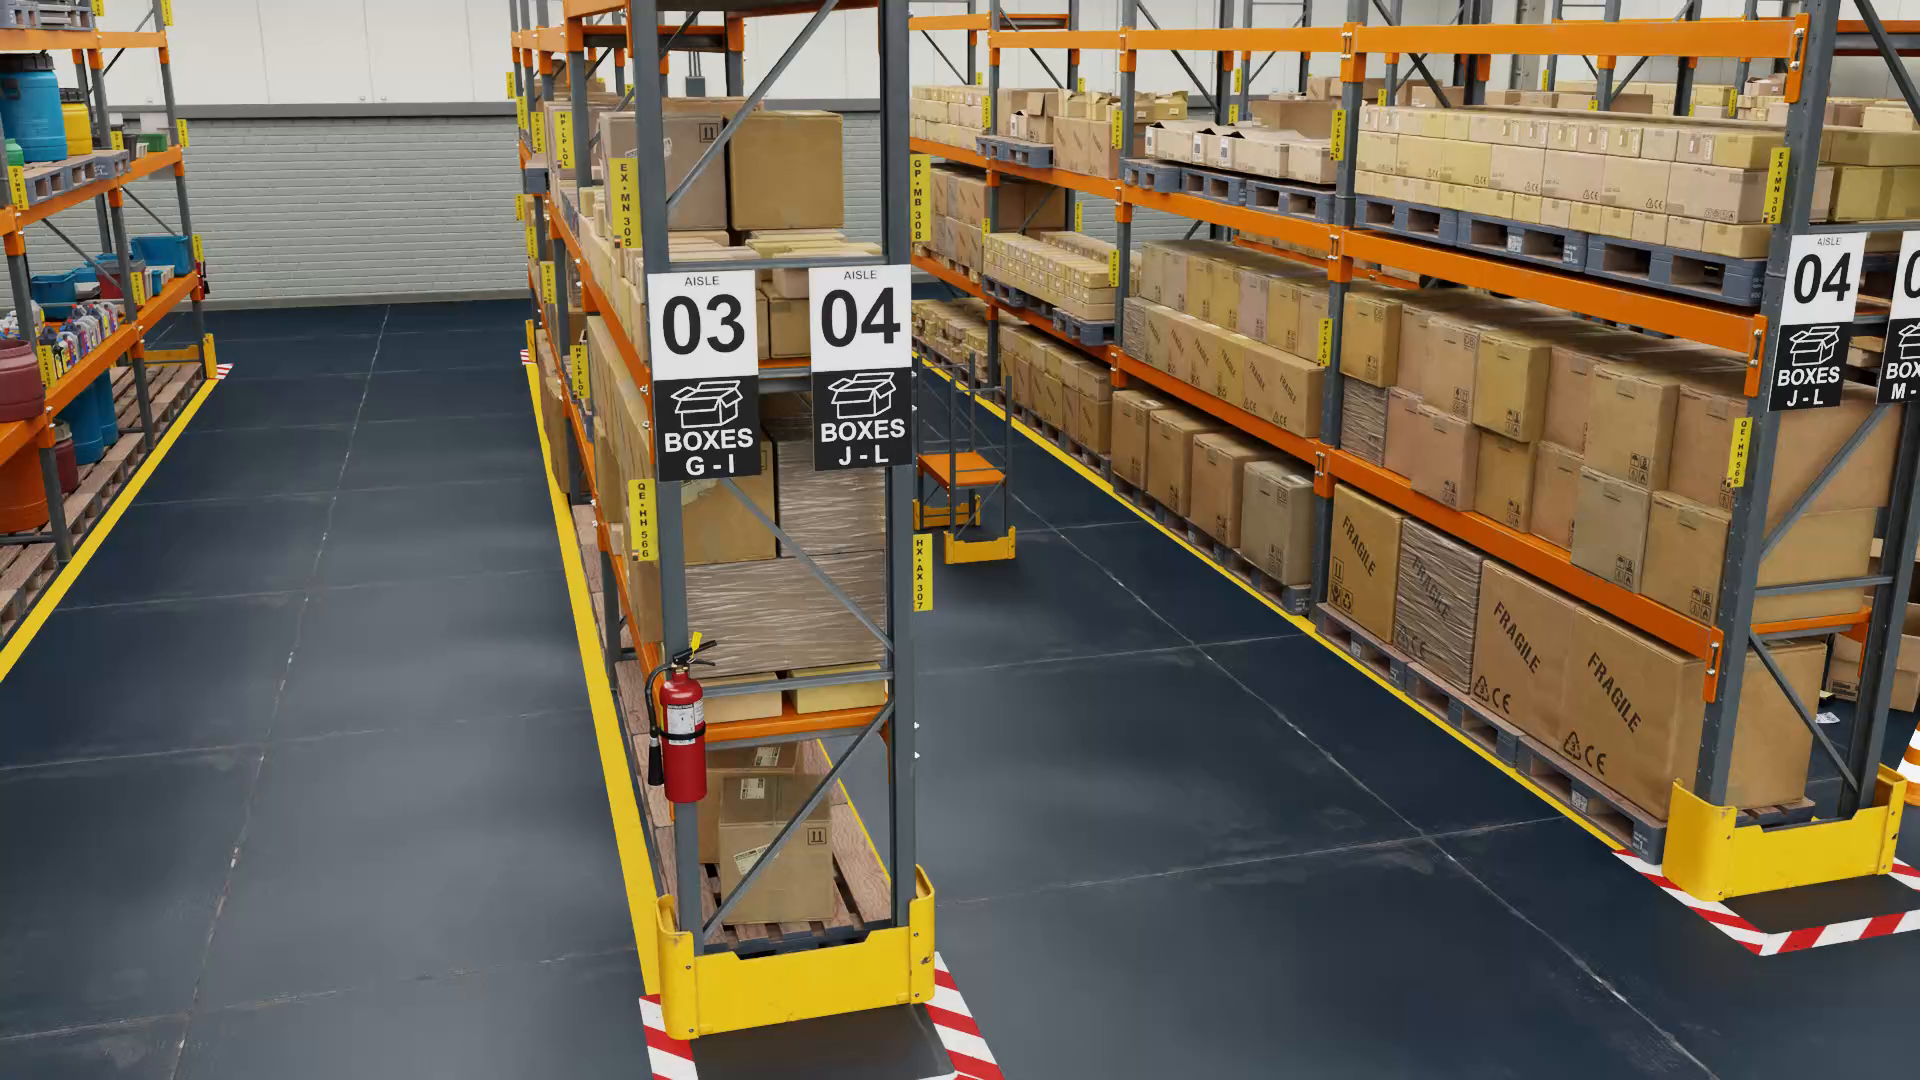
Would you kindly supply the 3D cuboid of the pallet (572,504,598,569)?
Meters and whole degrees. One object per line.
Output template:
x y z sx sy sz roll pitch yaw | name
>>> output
-2.669 -0.069 13.816 1.003 0.211 1.213 -5 17 -15 | pallet

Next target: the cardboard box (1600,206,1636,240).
3.487 -1.613 8.428 0.380 0.149 0.250 -5 17 -15 | cardboard box

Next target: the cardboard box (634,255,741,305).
-1.060 -1.016 6.474 0.380 0.149 0.250 -5 17 -15 | cardboard box

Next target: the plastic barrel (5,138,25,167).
-7.715 -3.104 13.397 0.294 0.245 0.294 0 17 0 | plastic barrel

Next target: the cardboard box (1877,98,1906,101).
10.962 -5.114 19.565 0.380 0.149 0.250 -4 17 -14 | cardboard box

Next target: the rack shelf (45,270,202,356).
-9.294 -2.544 18.459 1.077 0.370 4.000 -5 17 -15 | rack shelf

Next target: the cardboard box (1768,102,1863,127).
7.162 -3.534 13.951 0.500 0.250 0.500 -4 17 -14 | cardboard box

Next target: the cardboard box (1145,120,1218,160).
1.902 -3.410 14.129 0.500 0.311 0.500 -5 17 -15 | cardboard box

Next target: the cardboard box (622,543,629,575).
-1.588 0.103 8.832 0.380 0.149 0.250 -5 17 -15 | cardboard box

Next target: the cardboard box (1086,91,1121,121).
1.398 -4.068 15.563 0.396 0.266 0.258 -5 17 -15 | cardboard box

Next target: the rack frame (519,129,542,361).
-5.081 -3.834 21.501 1.000 3.000 0.127 -5 17 -15 | rack frame

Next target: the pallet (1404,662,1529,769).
3.486 1.011 10.218 1.003 0.211 1.213 -5 17 -15 | pallet

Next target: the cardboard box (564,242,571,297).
-3.244 -2.533 15.254 0.797 0.503 0.637 -4 17 -14 | cardboard box

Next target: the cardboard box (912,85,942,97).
-0.414 -5.886 21.816 0.380 0.149 0.250 -5 17 -16 | cardboard box

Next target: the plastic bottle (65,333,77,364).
-7.776 -1.667 14.510 0.097 0.271 0.097 0 17 0 | plastic bottle

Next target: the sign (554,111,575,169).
-2.316 -2.342 9.739 0.100 0.325 0.005 -5 17 -15 | sign

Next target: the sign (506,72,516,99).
-5.616 -5.685 20.792 0.100 0.325 0.005 -5 17 -15 | sign

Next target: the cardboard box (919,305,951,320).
-0.329 -3.000 21.918 0.380 0.149 0.250 -5 17 -15 | cardboard box

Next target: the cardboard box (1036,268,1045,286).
0.984 -2.666 16.802 0.380 0.149 0.250 -4 17 -14 | cardboard box

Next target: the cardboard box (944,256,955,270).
0.013 -3.459 20.688 0.380 0.149 0.250 -4 17 -14 | cardboard box

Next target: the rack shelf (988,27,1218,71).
1.365 -4.875 16.486 1.077 0.370 4.000 -5 17 -15 | rack shelf

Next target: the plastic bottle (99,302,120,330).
-8.325 -2.193 16.254 0.152 0.276 0.135 -5 17 -15 | plastic bottle

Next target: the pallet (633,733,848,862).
-1.226 1.342 9.117 1.003 0.211 1.213 -5 17 -15 | pallet

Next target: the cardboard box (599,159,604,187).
-2.138 -2.340 10.818 0.396 0.266 0.258 -4 17 -13 | cardboard box

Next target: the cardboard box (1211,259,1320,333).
2.452 -1.964 13.365 0.700 0.500 0.500 -5 17 -16 | cardboard box

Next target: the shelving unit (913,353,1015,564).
0.021 -0.697 13.666 0.587 1.500 1.083 -5 17 -15 | shelving unit

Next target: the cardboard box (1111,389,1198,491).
1.995 -0.933 15.026 1.050 0.750 0.750 -5 17 -16 | cardboard box

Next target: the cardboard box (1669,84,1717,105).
9.800 -5.911 22.078 0.500 0.250 0.500 -5 17 -16 | cardboard box

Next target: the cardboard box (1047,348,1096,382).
1.200 -1.797 17.033 0.500 0.250 0.500 -4 17 -14 | cardboard box

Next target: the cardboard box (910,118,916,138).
-0.407 -5.418 21.823 0.500 0.250 0.500 -4 17 -13 | cardboard box

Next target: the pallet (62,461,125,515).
-8.233 -0.446 15.068 1.003 0.211 1.213 -5 17 -15 | pallet

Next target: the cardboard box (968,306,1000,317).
0.322 -2.980 21.850 0.380 0.149 0.250 -5 18 -17 | cardboard box

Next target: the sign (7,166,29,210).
-7.118 -2.661 12.566 0.100 0.325 0.005 -5 17 -15 | sign

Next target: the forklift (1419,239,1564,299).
4.757 -1.744 14.662 1.130 2.935 3.031 -5 17 -16 | forklift

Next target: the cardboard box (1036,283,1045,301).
0.989 -2.521 16.838 0.380 0.149 0.250 -4 17 -14 | cardboard box

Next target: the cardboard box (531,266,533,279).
-4.877 -3.164 19.707 0.380 0.149 0.250 -5 17 -17 | cardboard box

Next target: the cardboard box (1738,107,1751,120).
10.018 -5.356 20.886 0.380 0.149 0.250 -4 17 -14 | cardboard box

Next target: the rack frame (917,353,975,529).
-0.116 -0.835 14.126 0.500 1.500 0.032 -5 17 -15 | rack frame

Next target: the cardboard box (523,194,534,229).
-5.071 -3.971 20.399 0.500 0.500 0.500 -5 17 -17 | cardboard box

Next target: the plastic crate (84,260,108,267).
-9.911 -3.114 19.293 0.416 0.233 0.300 -5 17 -15 | plastic crate

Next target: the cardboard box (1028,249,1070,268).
0.915 -2.880 16.999 0.380 0.149 0.250 -4 17 -14 | cardboard box

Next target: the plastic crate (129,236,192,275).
-9.572 -3.410 19.925 0.616 0.435 0.499 -5 17 -15 | plastic crate

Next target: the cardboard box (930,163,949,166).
-0.416 -4.722 22.029 0.500 0.500 0.500 -5 17 -16 | cardboard box

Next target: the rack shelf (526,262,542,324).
-4.531 -2.936 19.763 1.077 0.370 4.000 -5 17 -15 | rack shelf

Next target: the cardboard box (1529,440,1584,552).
3.762 -0.258 9.338 0.875 0.550 0.550 -5 17 -15 | cardboard box

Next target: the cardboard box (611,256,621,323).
-1.333 -1.166 7.668 0.500 0.250 0.500 -4 17 -14 | cardboard box

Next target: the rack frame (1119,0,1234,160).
1.914 -4.858 14.484 1.000 3.000 0.127 -5 17 -15 | rack frame

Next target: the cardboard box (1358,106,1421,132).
2.787 -2.698 10.654 0.380 0.149 0.250 -5 17 -15 | cardboard box

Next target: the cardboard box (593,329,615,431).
-1.765 -0.901 9.309 0.500 0.500 0.500 -5 17 -15 | cardboard box

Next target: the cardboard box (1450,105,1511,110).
3.421 -2.750 10.825 0.380 0.149 0.250 -5 17 -16 | cardboard box

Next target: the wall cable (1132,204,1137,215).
2.875 -6.677 29.145 0.585 1.953 0.123 -5 17 -15 | wall cable

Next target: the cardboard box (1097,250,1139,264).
1.611 -2.857 16.923 0.380 0.149 0.250 -4 17 -14 | cardboard box

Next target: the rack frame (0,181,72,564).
-7.645 -1.229 12.831 1.000 3.000 0.127 -5 17 -15 | rack frame
